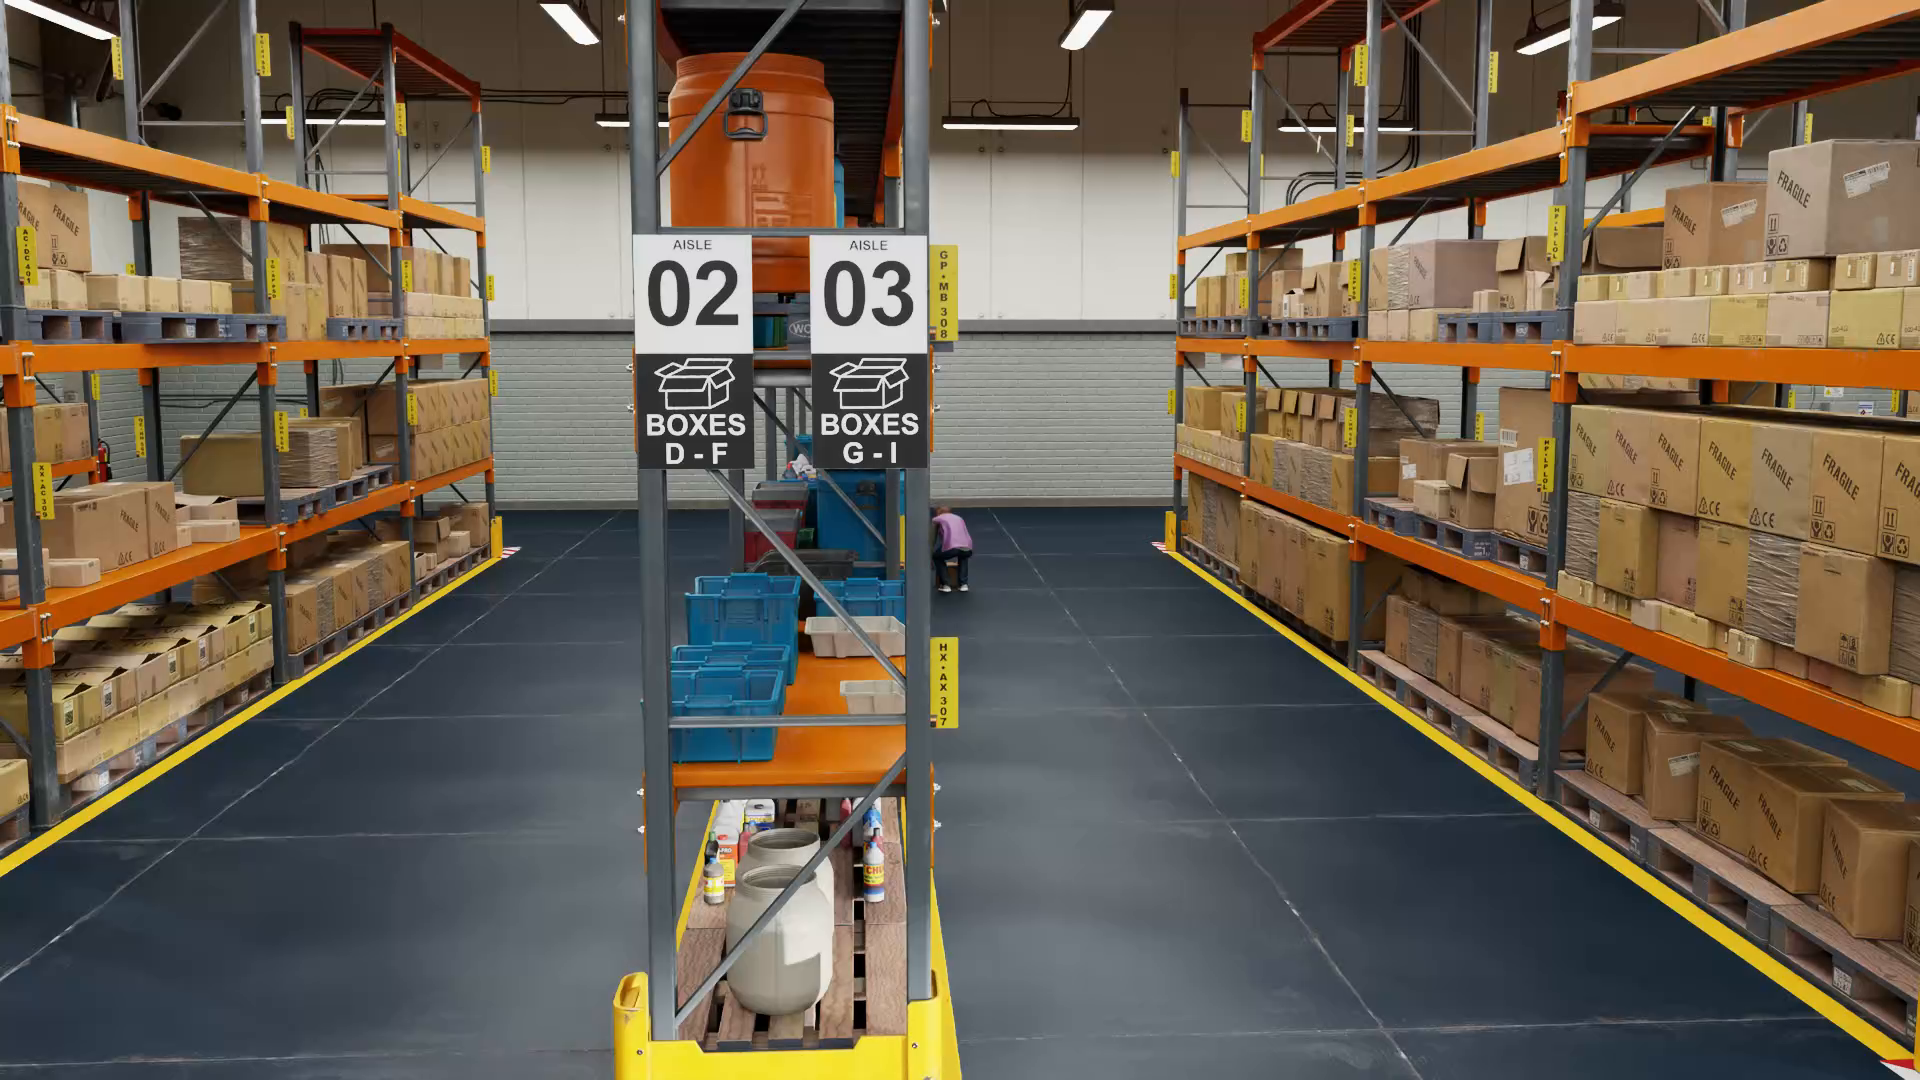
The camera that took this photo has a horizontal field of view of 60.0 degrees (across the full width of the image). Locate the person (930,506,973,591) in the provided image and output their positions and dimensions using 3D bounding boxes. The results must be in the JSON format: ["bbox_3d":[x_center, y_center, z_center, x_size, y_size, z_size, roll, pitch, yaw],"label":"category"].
[{"bbox_3d":[-0.108,0.108,18.686,0.446,0.920,0.787,-1,7,-11],"label":"person"}]
